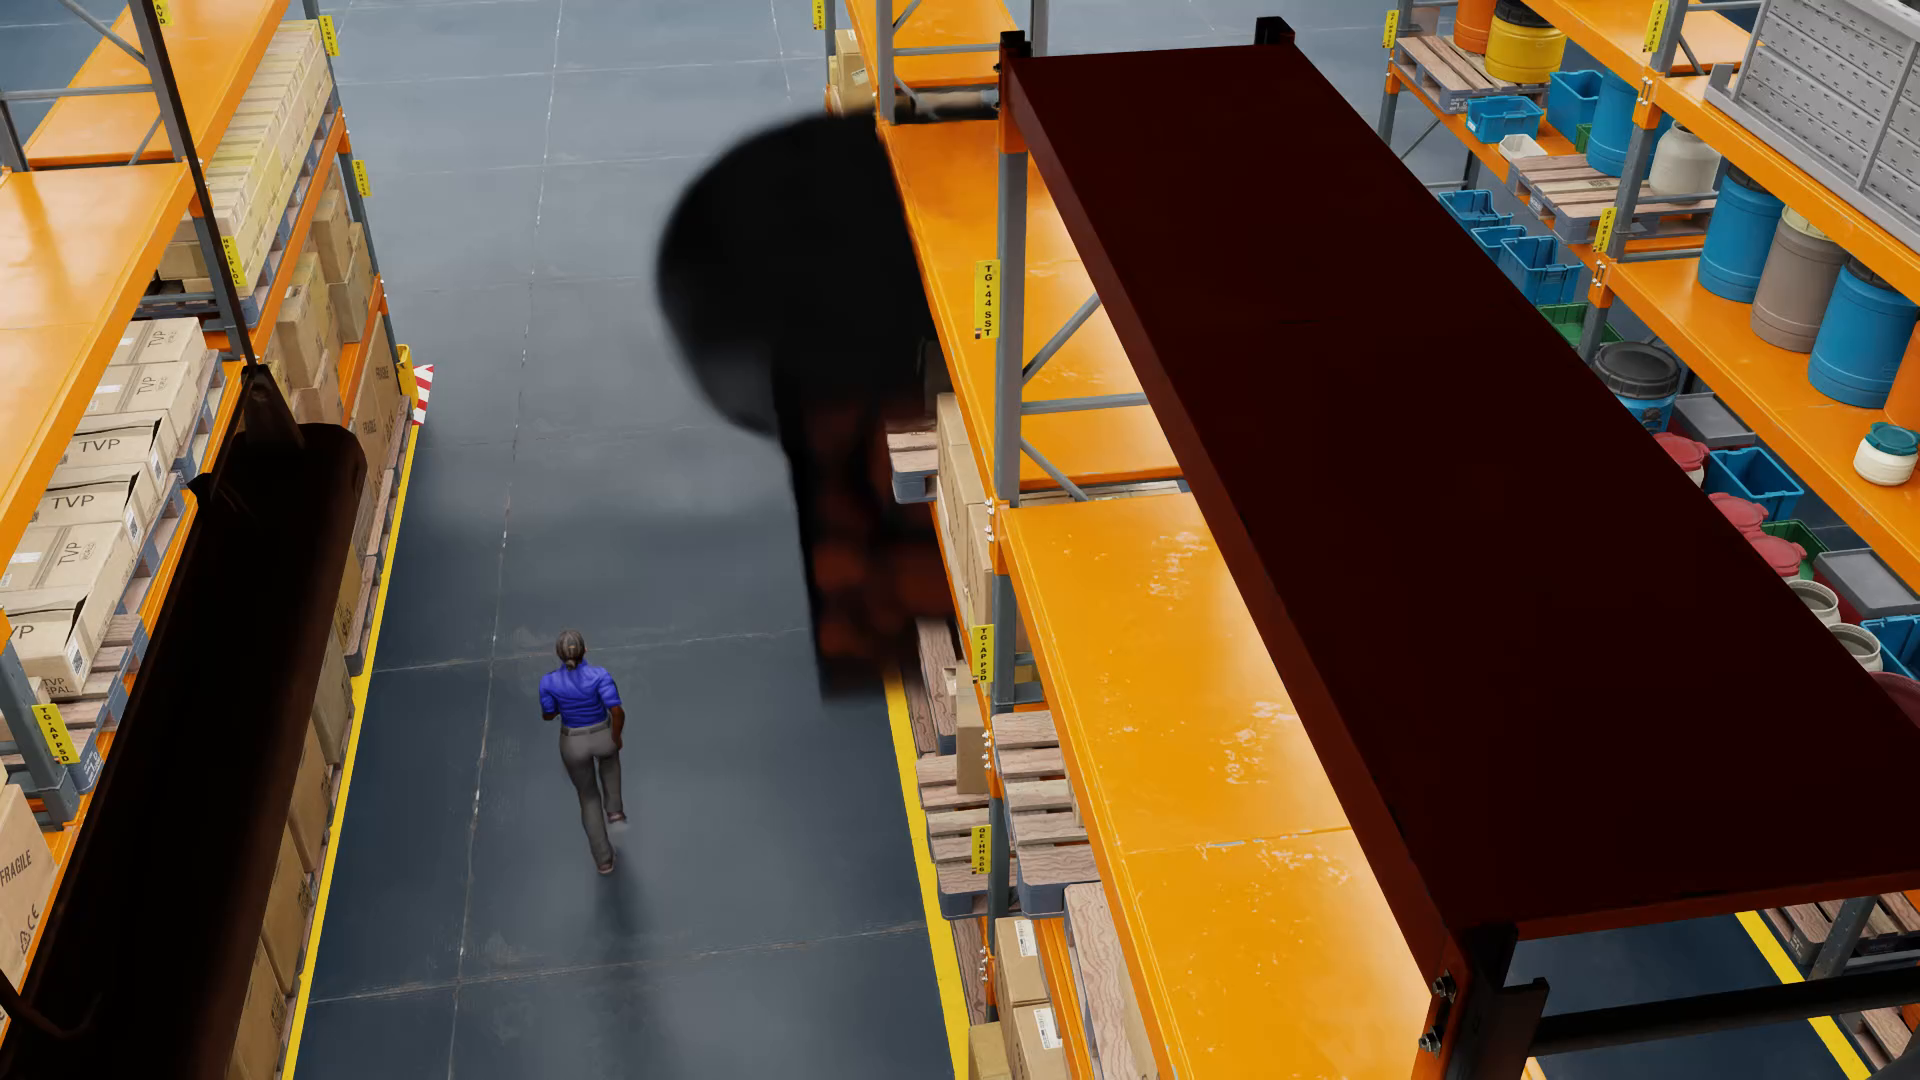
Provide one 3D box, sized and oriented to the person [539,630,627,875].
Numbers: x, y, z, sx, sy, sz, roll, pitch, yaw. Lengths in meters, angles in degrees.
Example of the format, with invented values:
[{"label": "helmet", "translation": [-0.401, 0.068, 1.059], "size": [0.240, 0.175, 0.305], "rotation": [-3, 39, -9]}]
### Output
[{"label": "person", "translation": [-2.264, 1.250, 10.124], "size": [0.469, 1.670, 0.791], "rotation": [-12, 38, -15]}]
